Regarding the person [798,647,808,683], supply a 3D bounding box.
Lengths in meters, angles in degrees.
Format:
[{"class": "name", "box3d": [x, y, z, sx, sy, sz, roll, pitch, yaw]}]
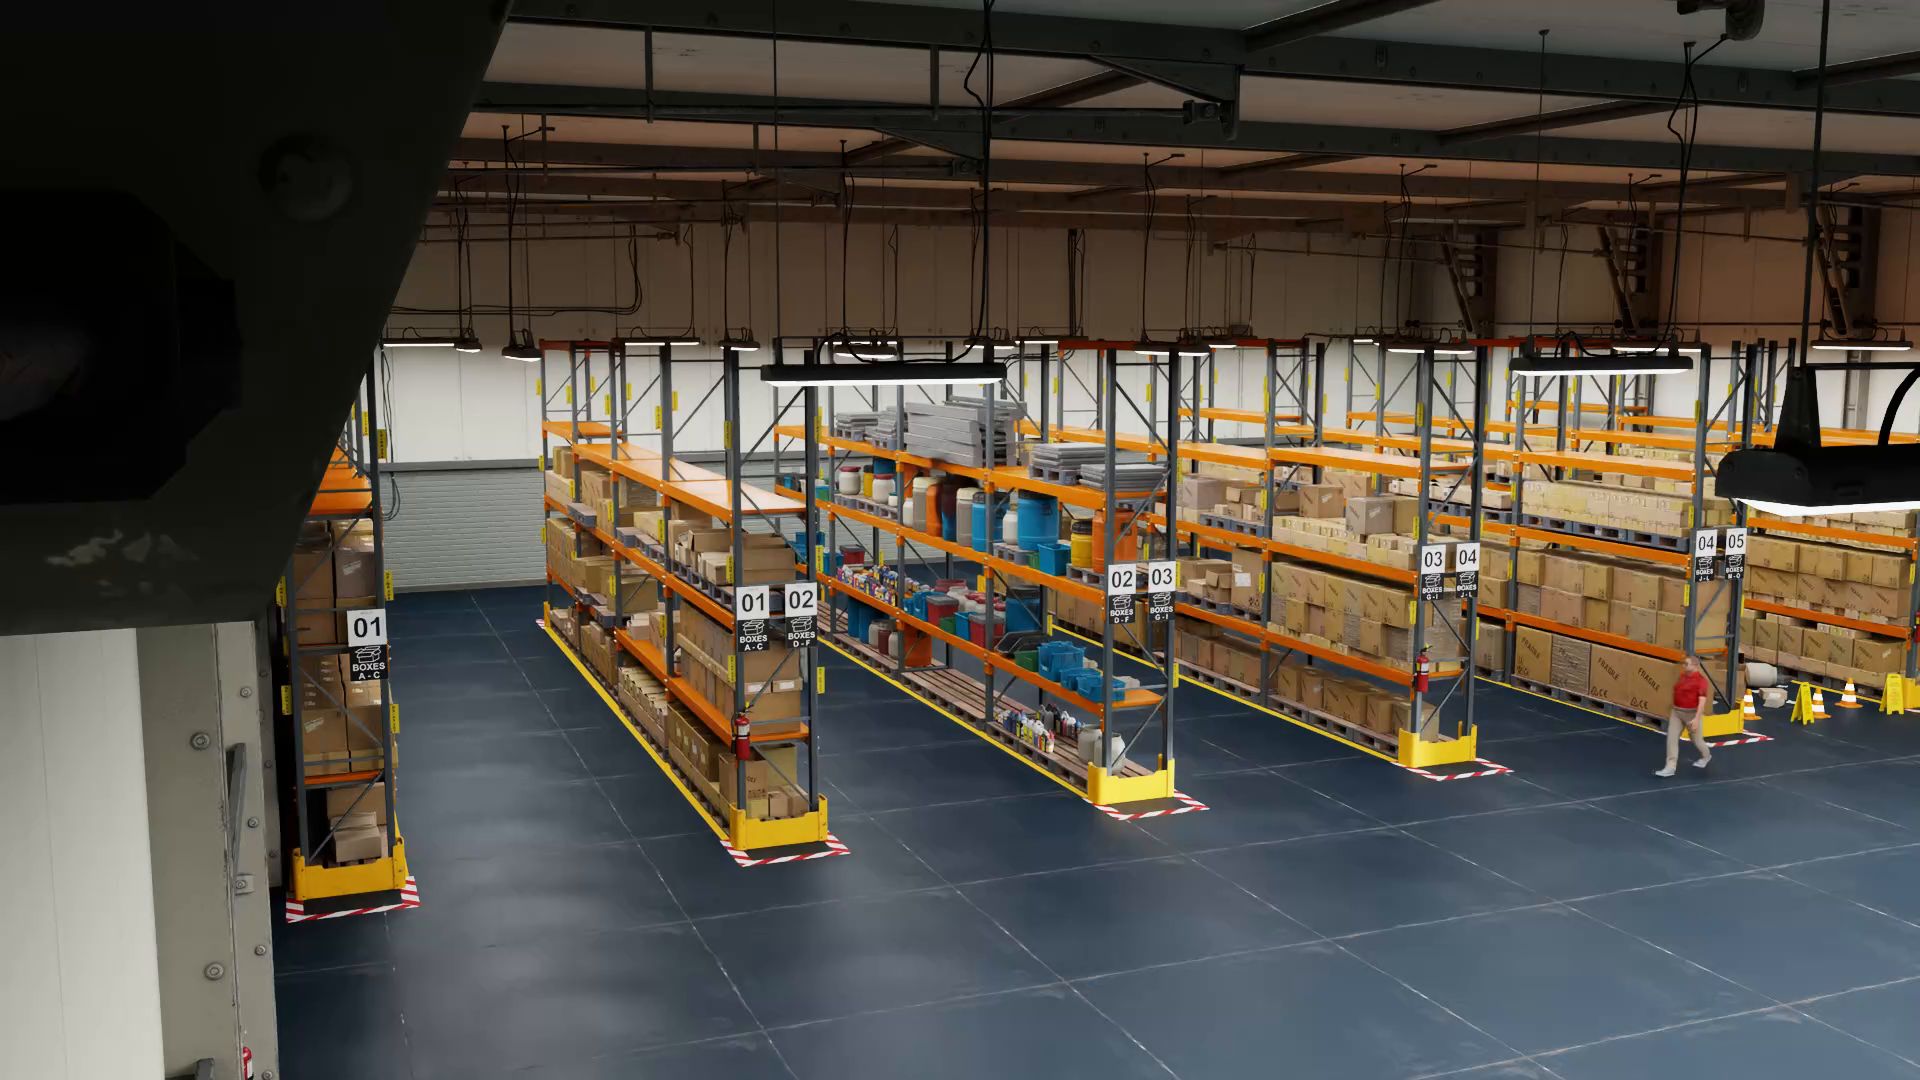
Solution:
[{"class": "person", "box3d": [-2.757, 1.700, 29.376, 0.498, 1.684, 0.509, -1, 8, -10]}]

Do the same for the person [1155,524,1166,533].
[{"class": "person", "box3d": [5.122, 0.026, 42.122, 0.478, 1.697, 0.431, -4, 8, -27]}]

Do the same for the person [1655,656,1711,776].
[{"class": "person", "box3d": [10.240, 2.463, 23.360, 0.512, 1.688, 0.999, 7, 10, 44]}]
